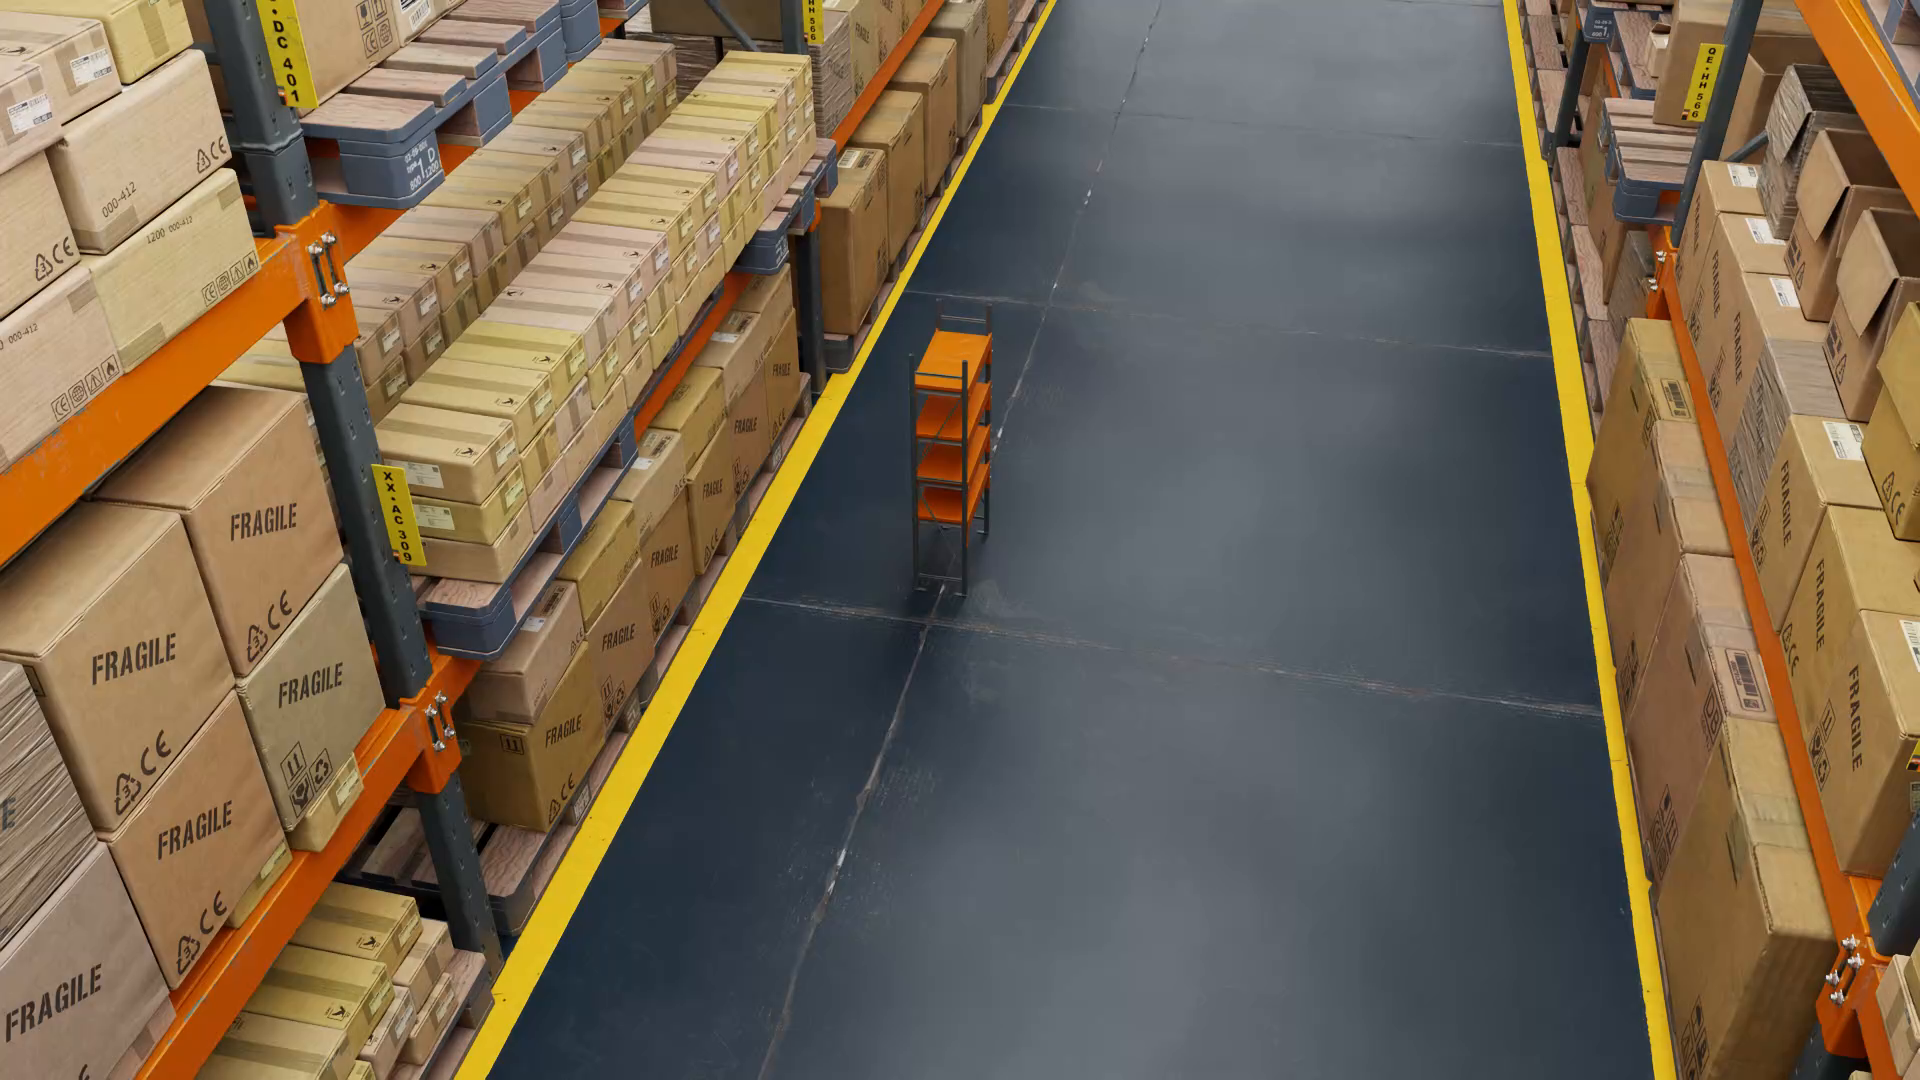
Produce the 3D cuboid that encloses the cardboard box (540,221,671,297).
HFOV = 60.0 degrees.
[{"bbox_3d":[-1.259,-0.997,5.919,0.380,0.149,0.250,9,37,12],"label":"cardboard box"}]

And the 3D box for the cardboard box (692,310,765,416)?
[{"bbox_3d":[-1.200,-0.817,7.455,0.500,0.250,0.500,8,37,11],"label":"cardboard box"}]

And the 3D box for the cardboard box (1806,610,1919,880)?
[{"bbox_3d":[2.589,0.558,4.338,0.500,0.500,0.500,7,37,10],"label":"cardboard box"}]

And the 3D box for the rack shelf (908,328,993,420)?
[{"bbox_3d":[-0.035,-0.709,7.036,0.258,0.148,0.480,7,37,10],"label":"rack shelf"}]

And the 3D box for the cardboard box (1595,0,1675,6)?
[{"bbox_3d":[4.159,-3.660,9.375,1.000,1.000,1.000,8,37,10],"label":"cardboard box"}]

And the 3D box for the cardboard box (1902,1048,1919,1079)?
[{"bbox_3d":[2.312,1.282,3.640,0.380,0.149,0.250,6,36,8],"label":"cardboard box"}]

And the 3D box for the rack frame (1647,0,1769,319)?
[{"bbox_3d":[3.611,-1.392,7.114,1.000,3.000,0.127,7,37,10],"label":"rack frame"}]

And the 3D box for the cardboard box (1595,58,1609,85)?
[{"bbox_3d":[4.590,-3.067,11.198,0.500,0.500,0.500,6,36,9],"label":"cardboard box"}]

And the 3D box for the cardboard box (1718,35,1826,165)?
[{"bbox_3d":[3.687,-1.917,7.396,0.500,0.500,0.500,3,36,4],"label":"cardboard box"}]

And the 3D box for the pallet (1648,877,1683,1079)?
[{"bbox_3d":[2.848,1.579,5.392,1.003,0.211,1.213,7,37,10],"label":"pallet"}]

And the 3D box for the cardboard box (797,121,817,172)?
[{"bbox_3d":[-0.870,-1.799,7.533,0.380,0.149,0.250,8,37,11],"label":"cardboard box"}]

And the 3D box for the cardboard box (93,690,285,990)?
[{"bbox_3d":[-2.007,0.671,3.929,0.500,0.500,0.500,6,36,9],"label":"cardboard box"}]

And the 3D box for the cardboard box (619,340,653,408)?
[{"bbox_3d":[-1.315,-0.607,5.888,0.380,0.149,0.250,6,36,8],"label":"cardboard box"}]

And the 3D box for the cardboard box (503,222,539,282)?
[{"bbox_3d":[-1.840,-1.115,6.335,0.380,0.149,0.250,9,37,12],"label":"cardboard box"}]

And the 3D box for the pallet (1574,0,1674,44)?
[{"bbox_3d":[4.160,-3.187,9.755,1.003,0.211,1.213,7,37,10],"label":"pallet"}]

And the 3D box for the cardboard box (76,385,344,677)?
[{"bbox_3d":[-1.904,-0.041,4.059,0.500,0.500,0.500,6,36,8],"label":"cardboard box"}]

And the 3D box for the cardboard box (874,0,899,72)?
[{"bbox_3d":[-0.640,-2.916,9.133,0.500,0.500,0.500,7,37,10],"label":"cardboard box"}]

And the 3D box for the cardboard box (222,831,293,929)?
[{"bbox_3d":[-1.964,0.824,4.272,0.380,0.149,0.250,9,37,12],"label":"cardboard box"}]

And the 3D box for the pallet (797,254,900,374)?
[{"bbox_3d":[-0.971,-1.385,9.481,1.003,0.211,1.213,7,37,10],"label":"pallet"}]

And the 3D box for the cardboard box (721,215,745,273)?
[{"bbox_3d":[-1.092,-1.213,6.724,0.380,0.149,0.250,6,36,8],"label":"cardboard box"}]

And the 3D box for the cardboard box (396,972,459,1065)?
[{"bbox_3d":[-1.818,1.473,5.232,0.380,0.149,0.250,8,37,11],"label":"cardboard box"}]

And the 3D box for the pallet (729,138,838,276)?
[{"bbox_3d":[-1.261,-1.572,7.526,1.213,0.211,1.003,7,37,10],"label":"pallet"}]

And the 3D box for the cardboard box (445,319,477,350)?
[{"bbox_3d":[-1.958,-0.695,6.009,0.380,0.149,0.250,6,36,8],"label":"cardboard box"}]

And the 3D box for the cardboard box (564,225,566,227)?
[{"bbox_3d":[-1.731,-1.292,6.833,0.380,0.149,0.250,8,37,11],"label":"cardboard box"}]

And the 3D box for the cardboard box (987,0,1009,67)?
[{"bbox_3d":[-0.156,-4.026,12.202,0.875,0.875,0.875,8,37,11],"label":"cardboard box"}]

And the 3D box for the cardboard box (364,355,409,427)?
[{"bbox_3d":[-2.065,-0.513,5.505,0.380,0.149,0.250,9,37,12],"label":"cardboard box"}]

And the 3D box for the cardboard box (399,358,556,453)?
[{"bbox_3d":[-1.481,-0.416,5.118,0.380,0.149,0.250,8,37,11],"label":"cardboard box"}]

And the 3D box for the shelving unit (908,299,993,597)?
[{"bbox_3d":[-0.035,-0.391,7.267,0.258,1.200,0.503,7,37,10],"label":"shelving unit"}]

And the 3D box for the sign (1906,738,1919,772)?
[{"bbox_3d":[2.224,0.402,3.720,0.100,0.325,0.005,7,37,10],"label":"sign"}]

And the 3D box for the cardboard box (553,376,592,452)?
[{"bbox_3d":[-1.426,-0.432,5.393,0.380,0.149,0.250,8,37,11],"label":"cardboard box"}]

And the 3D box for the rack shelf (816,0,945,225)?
[{"bbox_3d":[-0.786,-2.927,9.845,1.077,0.370,4.000,7,37,10],"label":"rack shelf"}]

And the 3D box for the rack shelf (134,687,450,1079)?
[{"bbox_3d":[-2.495,1.660,3.517,1.077,0.370,4.000,7,37,10],"label":"rack shelf"}]

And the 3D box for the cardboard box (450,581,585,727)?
[{"bbox_3d":[-1.652,0.370,5.817,0.500,0.250,0.500,6,36,8],"label":"cardboard box"}]

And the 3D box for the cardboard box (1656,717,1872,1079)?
[{"bbox_3d":[2.874,1.222,4.960,1.225,0.875,0.875,7,37,10],"label":"cardboard box"}]

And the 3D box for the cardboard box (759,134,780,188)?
[{"bbox_3d":[-0.983,-1.616,7.026,0.380,0.149,0.250,8,37,11],"label":"cardboard box"}]

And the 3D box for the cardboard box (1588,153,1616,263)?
[{"bbox_3d":[4.074,-1.910,9.584,0.700,0.500,0.500,4,36,6],"label":"cardboard box"}]

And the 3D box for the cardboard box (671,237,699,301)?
[{"bbox_3d":[-1.202,-1.032,6.221,0.380,0.149,0.250,7,36,9],"label":"cardboard box"}]

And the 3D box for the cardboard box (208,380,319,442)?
[{"bbox_3d":[-2.173,-0.342,5.015,0.380,0.149,0.250,9,37,12],"label":"cardboard box"}]

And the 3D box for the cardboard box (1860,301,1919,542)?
[{"bbox_3d":[3.043,-0.305,4.674,0.797,0.503,0.637,8,37,10],"label":"cardboard box"}]

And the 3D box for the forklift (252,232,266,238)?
[{"bbox_3d":[-3.484,-1.787,7.719,1.130,2.935,3.031,-14,38,-18],"label":"forklift"}]

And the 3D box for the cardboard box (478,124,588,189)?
[{"bbox_3d":[-1.726,-1.538,6.666,0.380,0.149,0.250,9,37,12],"label":"cardboard box"}]

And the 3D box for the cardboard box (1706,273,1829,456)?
[{"bbox_3d":[3.027,-0.598,5.933,0.500,0.500,0.500,7,36,9],"label":"cardboard box"}]

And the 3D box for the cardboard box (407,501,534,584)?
[{"bbox_3d":[-1.534,-0.015,5.071,0.380,0.149,0.250,6,36,8],"label":"cardboard box"}]

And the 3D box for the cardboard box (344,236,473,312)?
[{"bbox_3d":[-1.947,-0.935,5.834,0.380,0.149,0.250,6,36,8],"label":"cardboard box"}]

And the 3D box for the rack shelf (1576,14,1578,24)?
[{"bbox_3d":[4.892,-4.540,12.072,1.077,0.370,4.000,7,37,10],"label":"rack shelf"}]

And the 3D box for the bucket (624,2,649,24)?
[{"bbox_3d":[-2.582,-4.022,12.237,0.726,0.611,0.620,20,51,26],"label":"bucket"}]

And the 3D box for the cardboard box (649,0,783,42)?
[{"bbox_3d":[-1.108,-2.773,8.083,0.700,0.500,0.500,7,37,10],"label":"cardboard box"}]

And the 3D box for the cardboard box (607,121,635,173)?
[{"bbox_3d":[-1.622,-1.699,7.141,0.380,0.149,0.250,6,36,9],"label":"cardboard box"}]

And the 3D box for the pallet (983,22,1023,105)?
[{"bbox_3d":[-0.120,-3.662,12.623,1.003,0.211,1.213,7,37,10],"label":"pallet"}]

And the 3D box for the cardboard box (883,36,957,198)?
[{"bbox_3d":[-0.613,-2.704,10.484,1.050,0.750,0.750,7,37,10],"label":"cardboard box"}]

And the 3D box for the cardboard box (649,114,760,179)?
[{"bbox_3d":[-1.035,-1.595,6.744,0.380,0.149,0.250,8,37,11],"label":"cardboard box"}]

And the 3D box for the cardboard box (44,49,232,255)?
[{"bbox_3d":[-1.918,-0.838,3.496,0.500,0.250,0.500,6,36,8],"label":"cardboard box"}]

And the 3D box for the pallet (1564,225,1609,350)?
[{"bbox_3d":[4.042,-1.408,9.513,1.003,0.211,1.213,7,37,10],"label":"pallet"}]

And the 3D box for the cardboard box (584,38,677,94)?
[{"bbox_3d":[-1.502,-2.138,7.493,0.380,0.149,0.250,7,37,10],"label":"cardboard box"}]

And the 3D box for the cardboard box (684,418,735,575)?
[{"bbox_3d":[-1.310,-0.217,7.266,0.500,0.500,0.500,6,36,8],"label":"cardboard box"}]

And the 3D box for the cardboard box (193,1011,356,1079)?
[{"bbox_3d":[-1.951,1.497,4.693,0.380,0.149,0.250,7,37,10],"label":"cardboard box"}]
